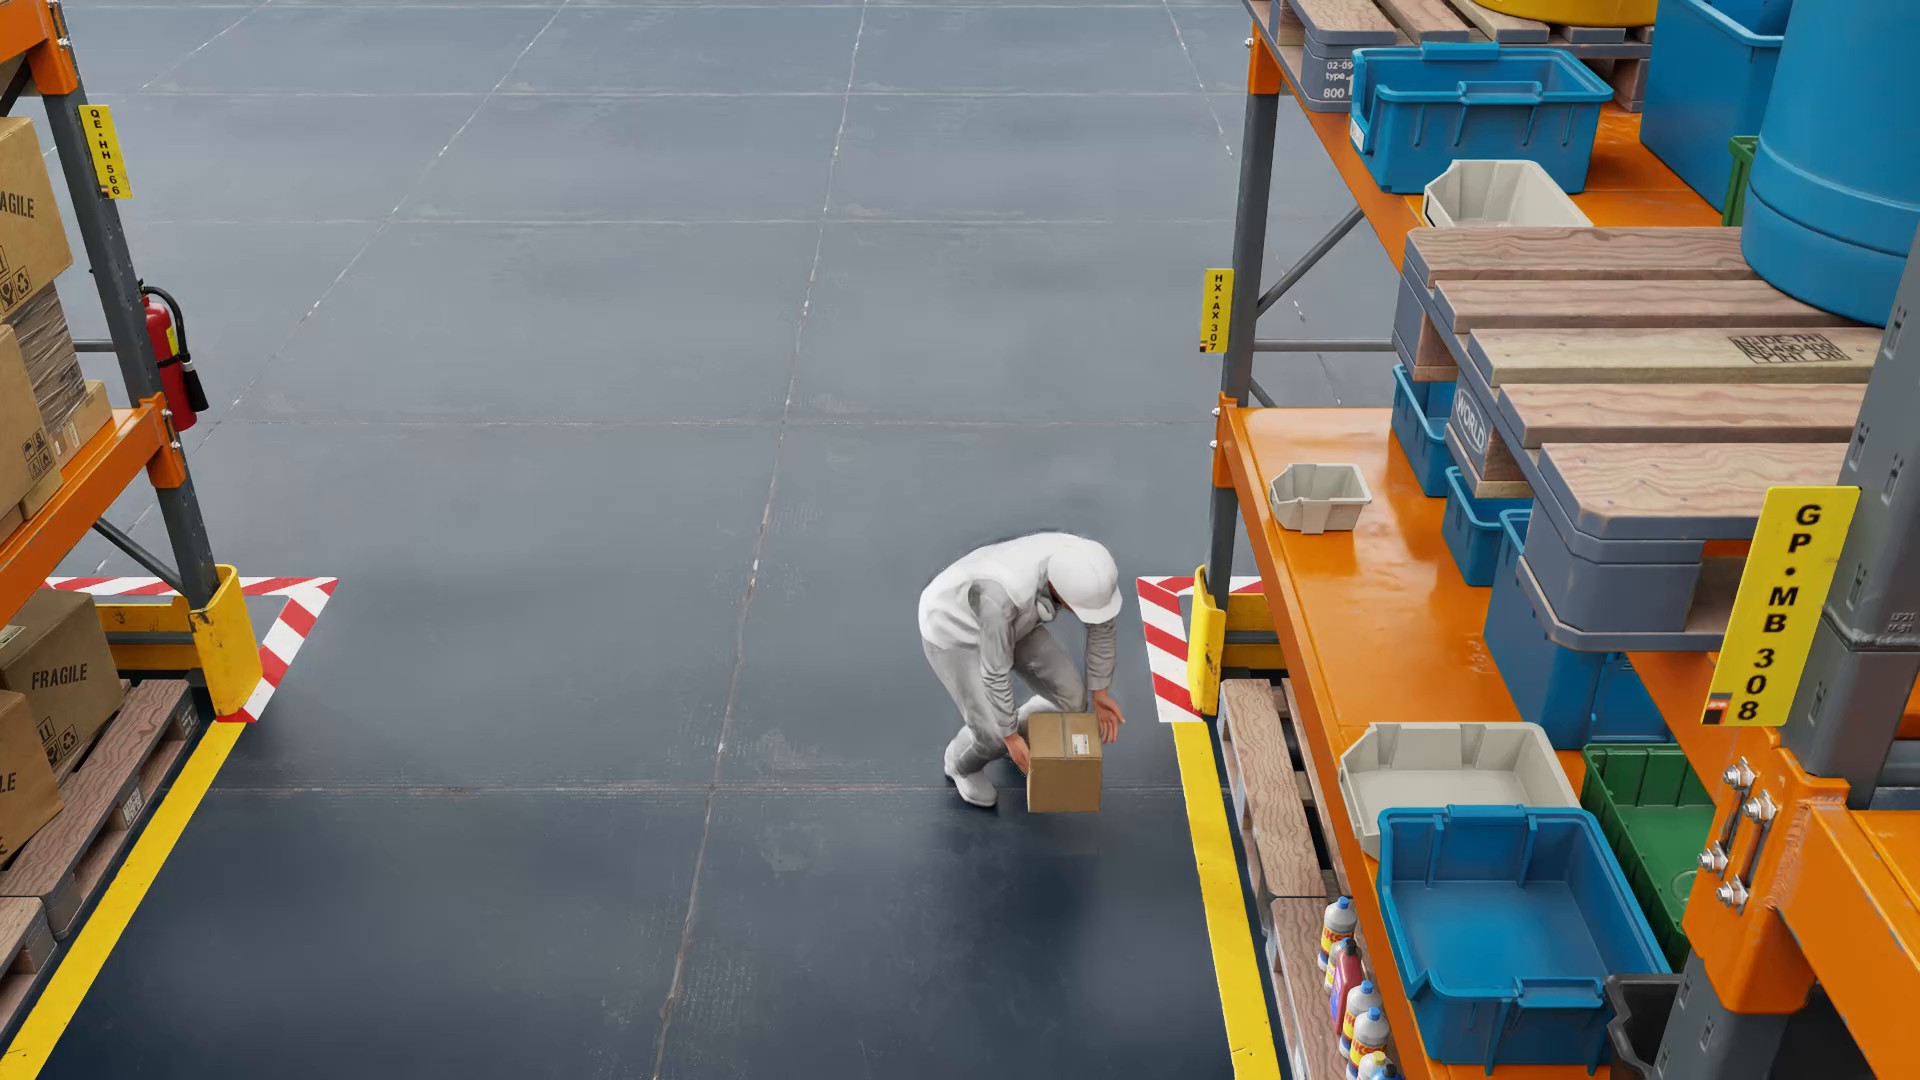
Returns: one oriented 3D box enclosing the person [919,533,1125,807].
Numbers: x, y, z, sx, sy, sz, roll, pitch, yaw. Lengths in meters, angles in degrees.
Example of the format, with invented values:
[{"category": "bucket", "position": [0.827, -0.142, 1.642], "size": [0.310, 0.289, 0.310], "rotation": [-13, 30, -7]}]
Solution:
[{"category": "person", "position": [0.237, 0.404, 5.977], "size": [0.573, 1.223, 0.843], "rotation": [-19, 36, -28]}]
